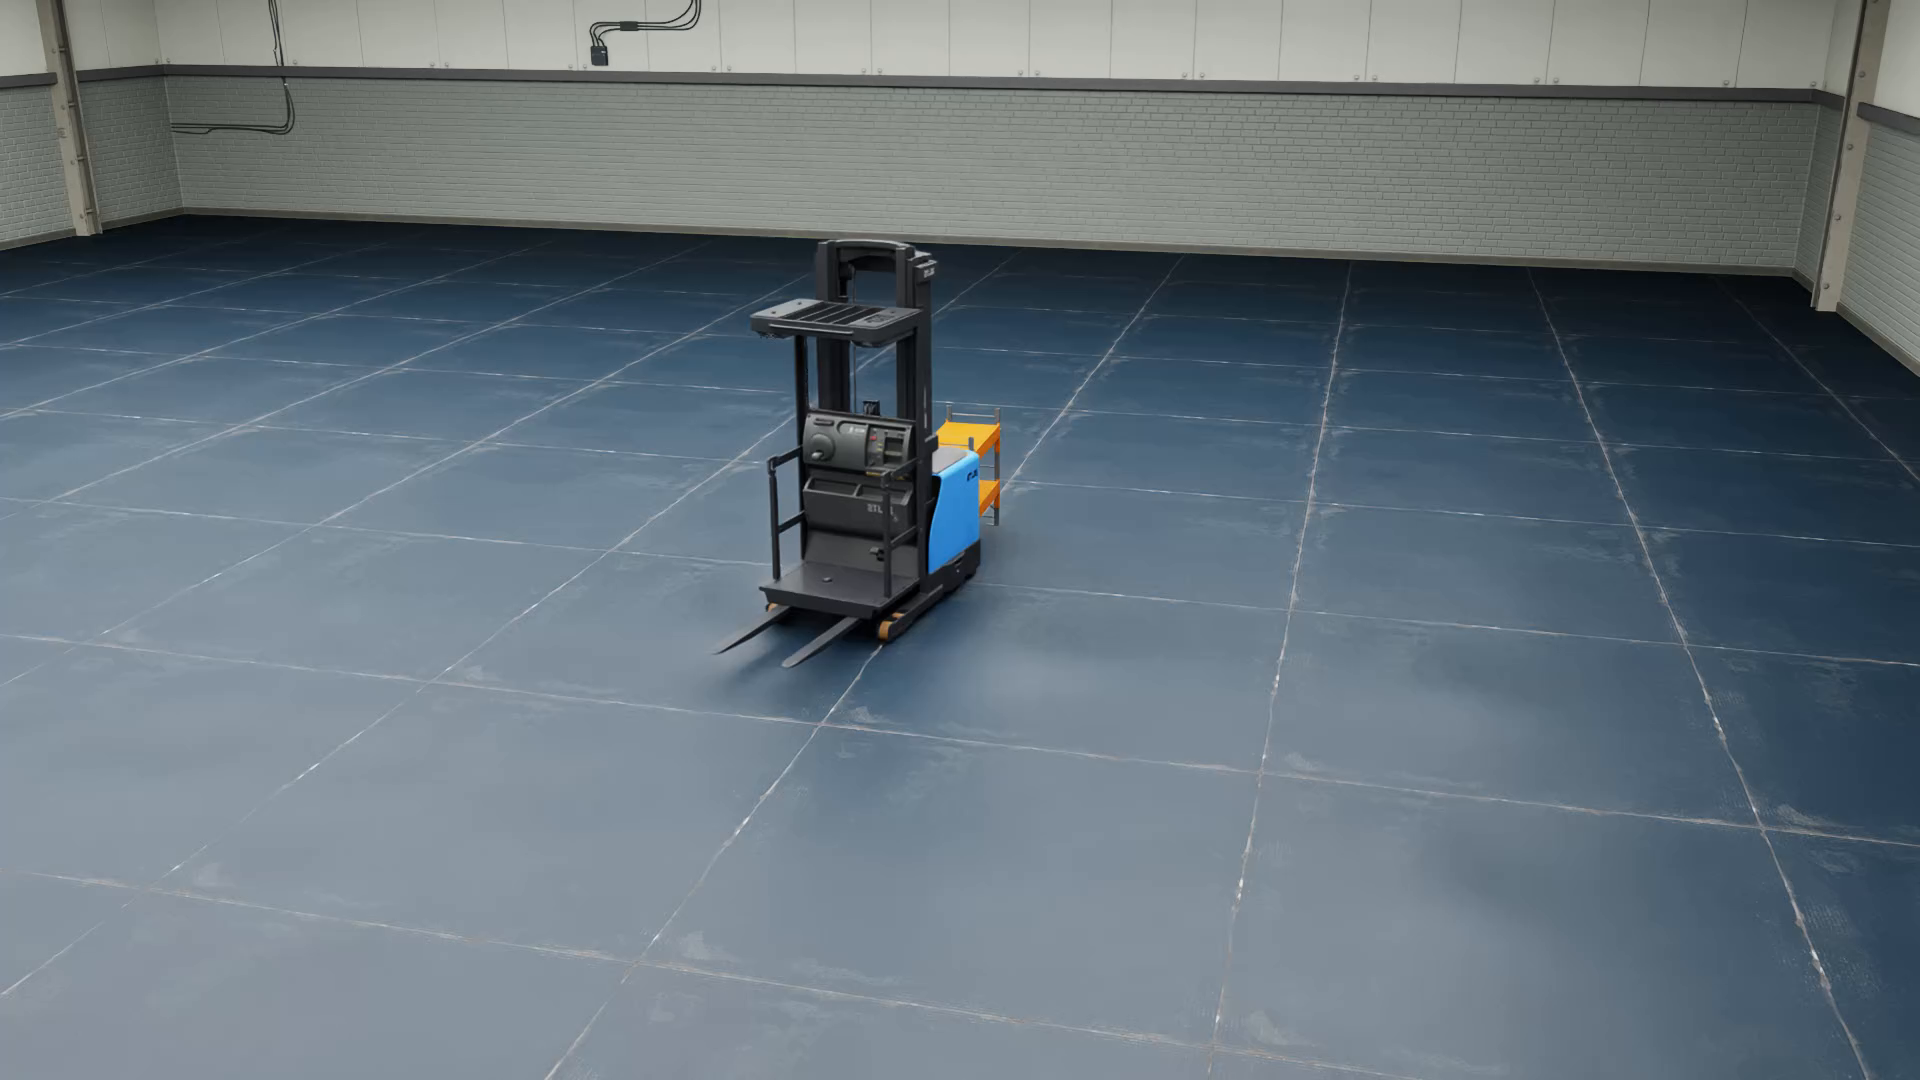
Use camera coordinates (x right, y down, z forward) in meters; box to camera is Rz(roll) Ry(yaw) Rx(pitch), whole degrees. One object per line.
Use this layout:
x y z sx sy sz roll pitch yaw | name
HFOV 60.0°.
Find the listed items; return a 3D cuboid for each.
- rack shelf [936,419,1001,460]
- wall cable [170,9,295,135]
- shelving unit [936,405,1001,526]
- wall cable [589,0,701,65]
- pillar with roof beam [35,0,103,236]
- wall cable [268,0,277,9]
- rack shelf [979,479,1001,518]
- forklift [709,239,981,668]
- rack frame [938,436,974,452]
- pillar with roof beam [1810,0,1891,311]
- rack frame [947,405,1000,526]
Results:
-0.002 -0.807 14.905 0.538 0.278 1.000 5 19 13 | rack shelf
-15.230 -9.659 34.347 3.097 2.526 0.112 5 19 13 | wall cable
-0.002 -0.530 15.000 0.538 1.125 1.048 5 19 13 | shelving unit
-6.028 -11.983 31.086 2.305 6.003 0.169 5 19 13 | wall cable
-13.058 -9.969 30.452 9.100 9.000 0.400 5 19 13 | pillar with roof beam
-12.607 -11.835 32.905 3.097 2.526 0.112 5 19 13 | wall cable
-0.002 -0.299 15.079 0.538 0.278 1.000 5 19 13 | rack shelf
-0.895 -0.756 12.867 1.130 2.935 3.031 8 21 23 | forklift
-0.126 -0.371 14.533 0.500 1.125 0.032 5 19 13 | rack frame
9.139 -8.161 25.160 9.100 9.000 0.400 5 19 13 | pillar with roof beam
0.123 -0.690 15.466 0.500 1.125 0.032 5 19 13 | rack frame
